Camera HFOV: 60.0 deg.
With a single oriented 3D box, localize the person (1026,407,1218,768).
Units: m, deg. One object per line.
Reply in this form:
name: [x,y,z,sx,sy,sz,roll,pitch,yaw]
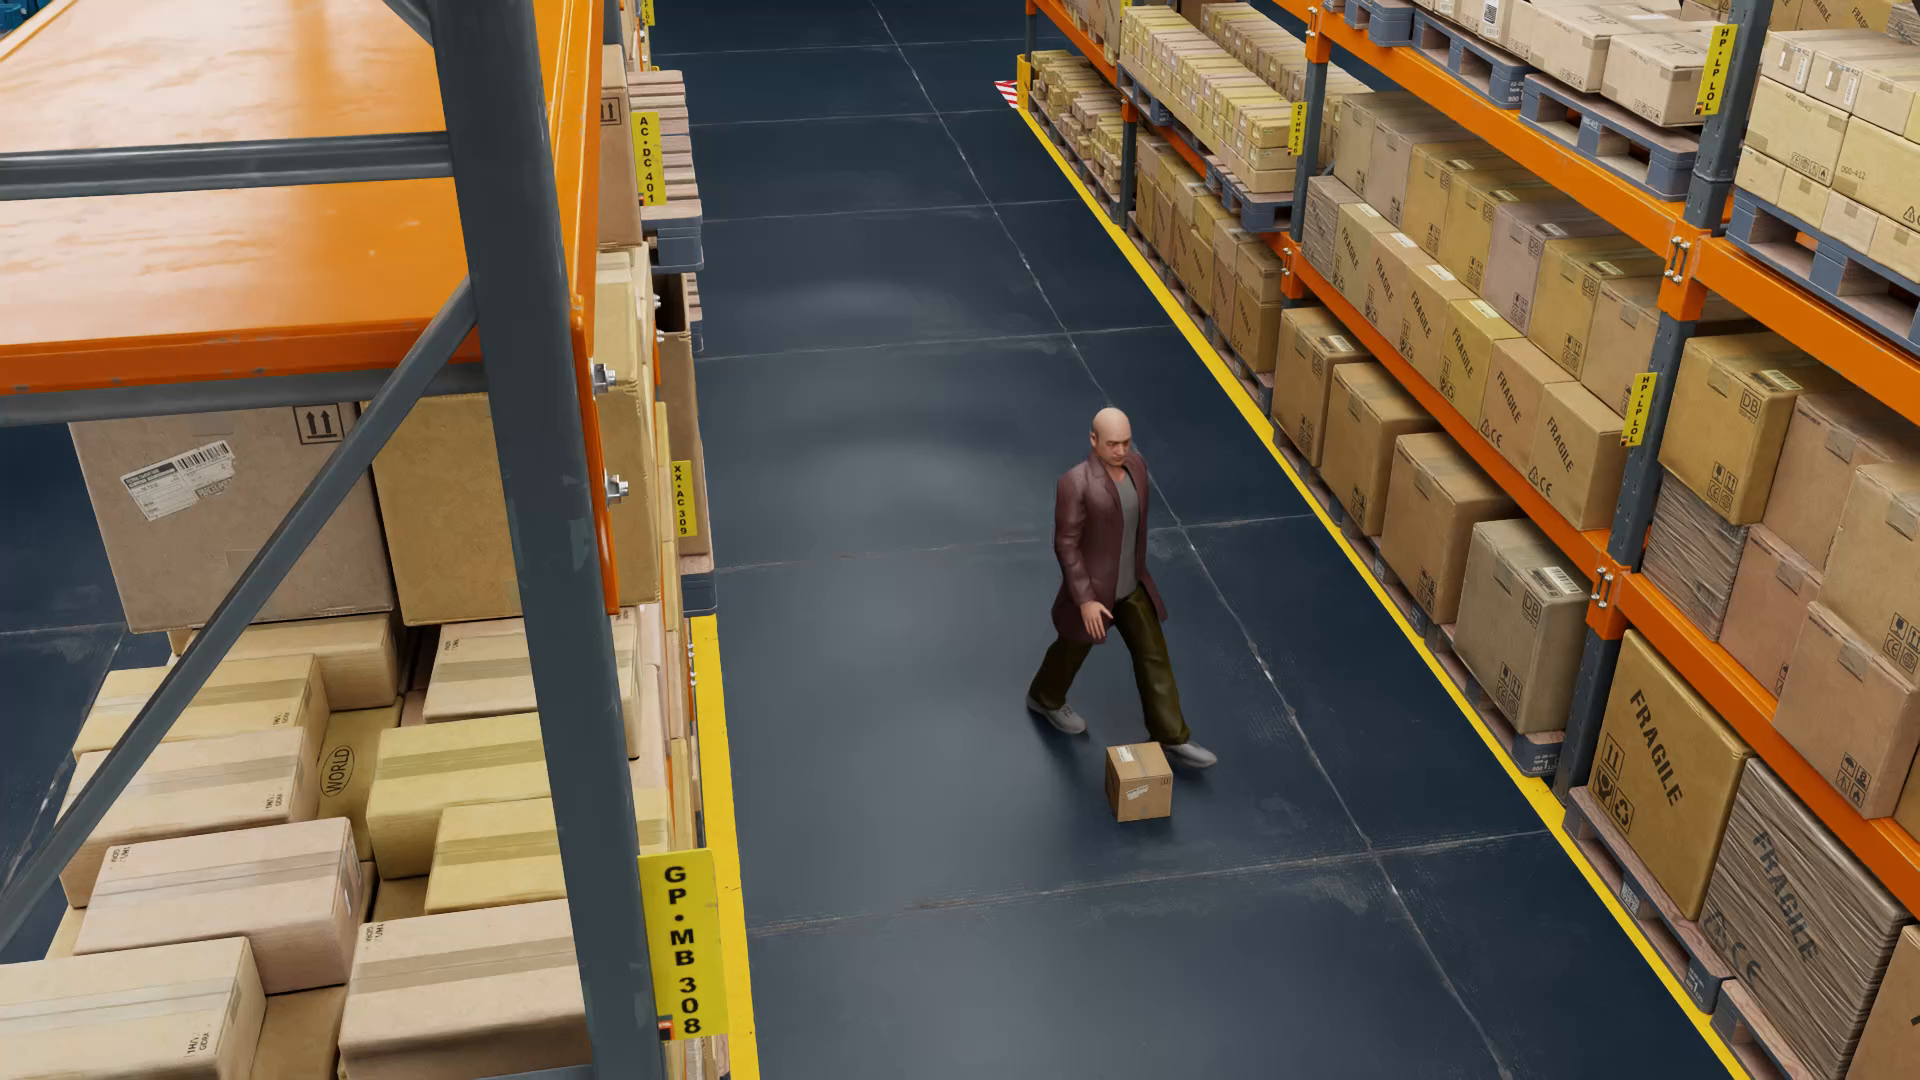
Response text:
person: [0.774,0.256,7.761,0.627,1.758,1.047,-20,36,-31]
